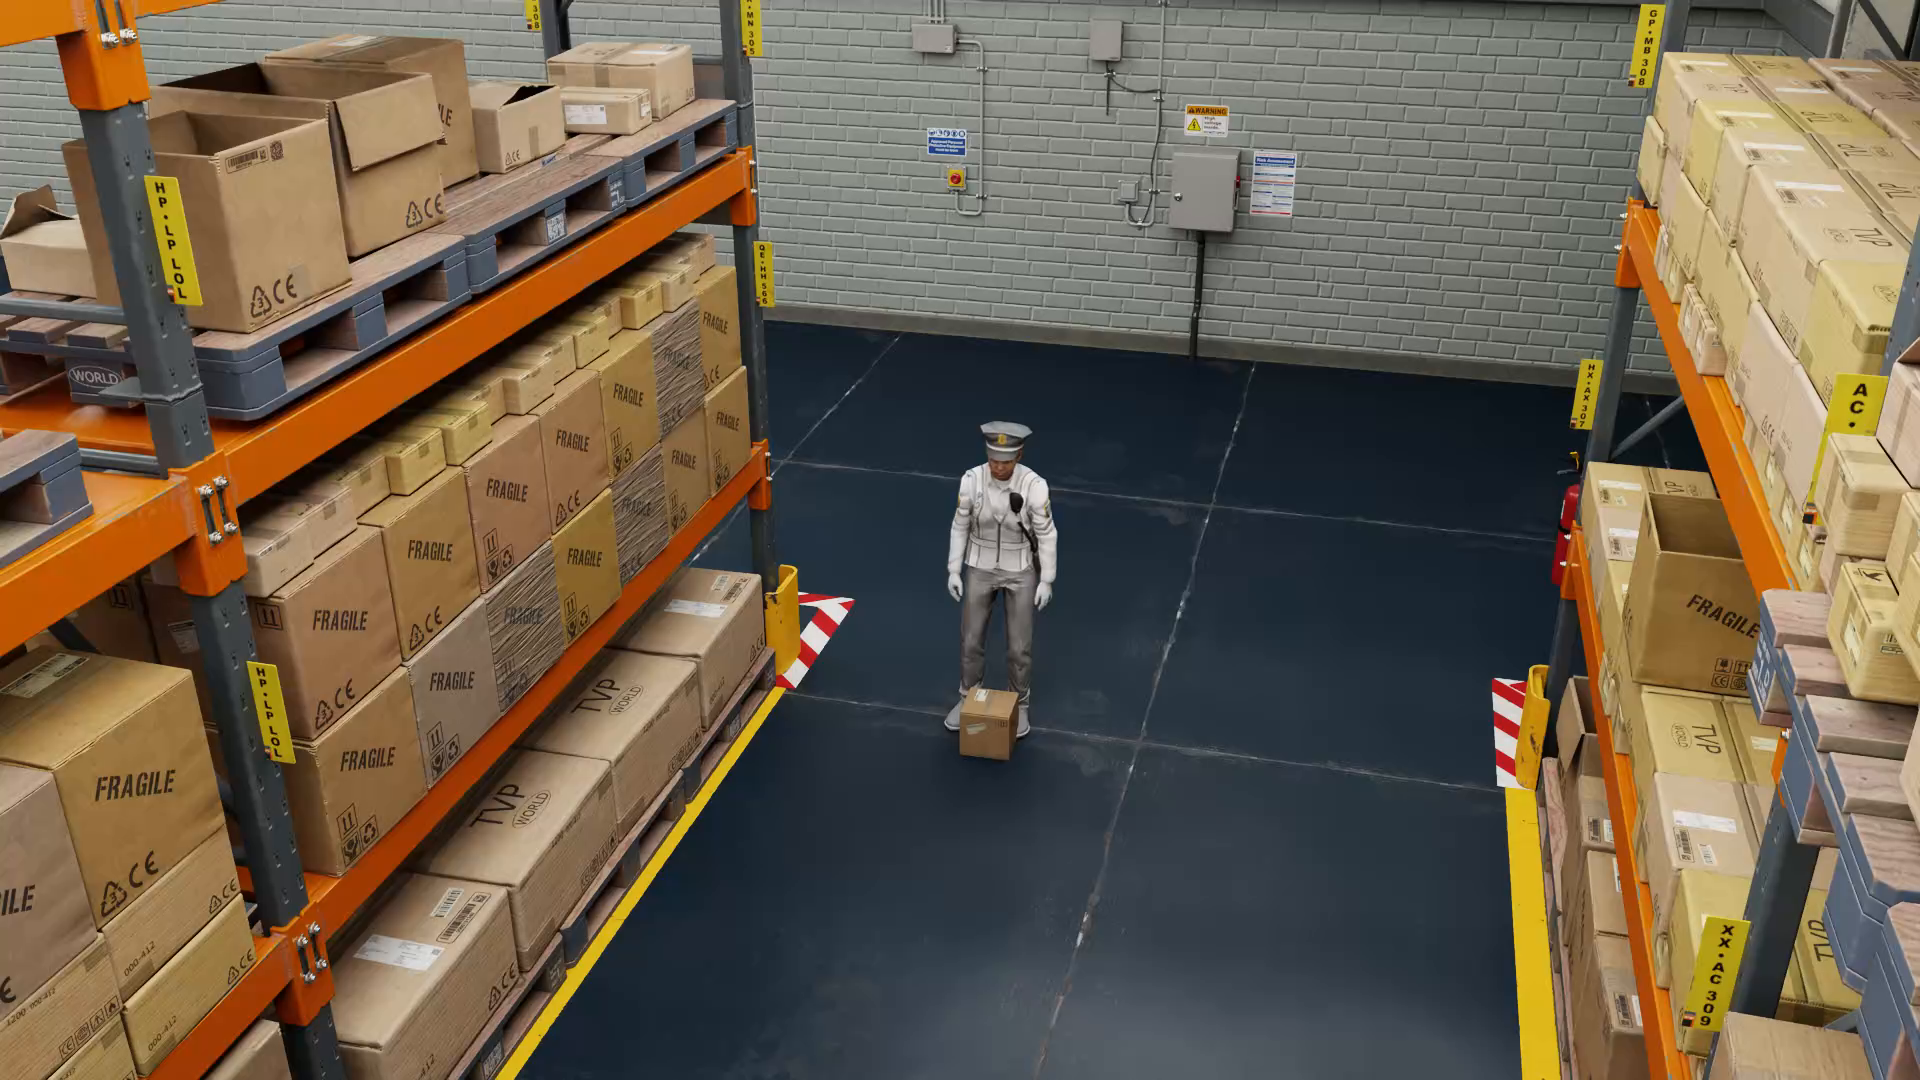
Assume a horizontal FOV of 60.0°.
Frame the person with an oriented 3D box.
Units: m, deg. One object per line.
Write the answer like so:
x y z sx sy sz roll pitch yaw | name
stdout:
0.206 0.183 8.221 0.540 1.664 0.375 6 26 11 | person
